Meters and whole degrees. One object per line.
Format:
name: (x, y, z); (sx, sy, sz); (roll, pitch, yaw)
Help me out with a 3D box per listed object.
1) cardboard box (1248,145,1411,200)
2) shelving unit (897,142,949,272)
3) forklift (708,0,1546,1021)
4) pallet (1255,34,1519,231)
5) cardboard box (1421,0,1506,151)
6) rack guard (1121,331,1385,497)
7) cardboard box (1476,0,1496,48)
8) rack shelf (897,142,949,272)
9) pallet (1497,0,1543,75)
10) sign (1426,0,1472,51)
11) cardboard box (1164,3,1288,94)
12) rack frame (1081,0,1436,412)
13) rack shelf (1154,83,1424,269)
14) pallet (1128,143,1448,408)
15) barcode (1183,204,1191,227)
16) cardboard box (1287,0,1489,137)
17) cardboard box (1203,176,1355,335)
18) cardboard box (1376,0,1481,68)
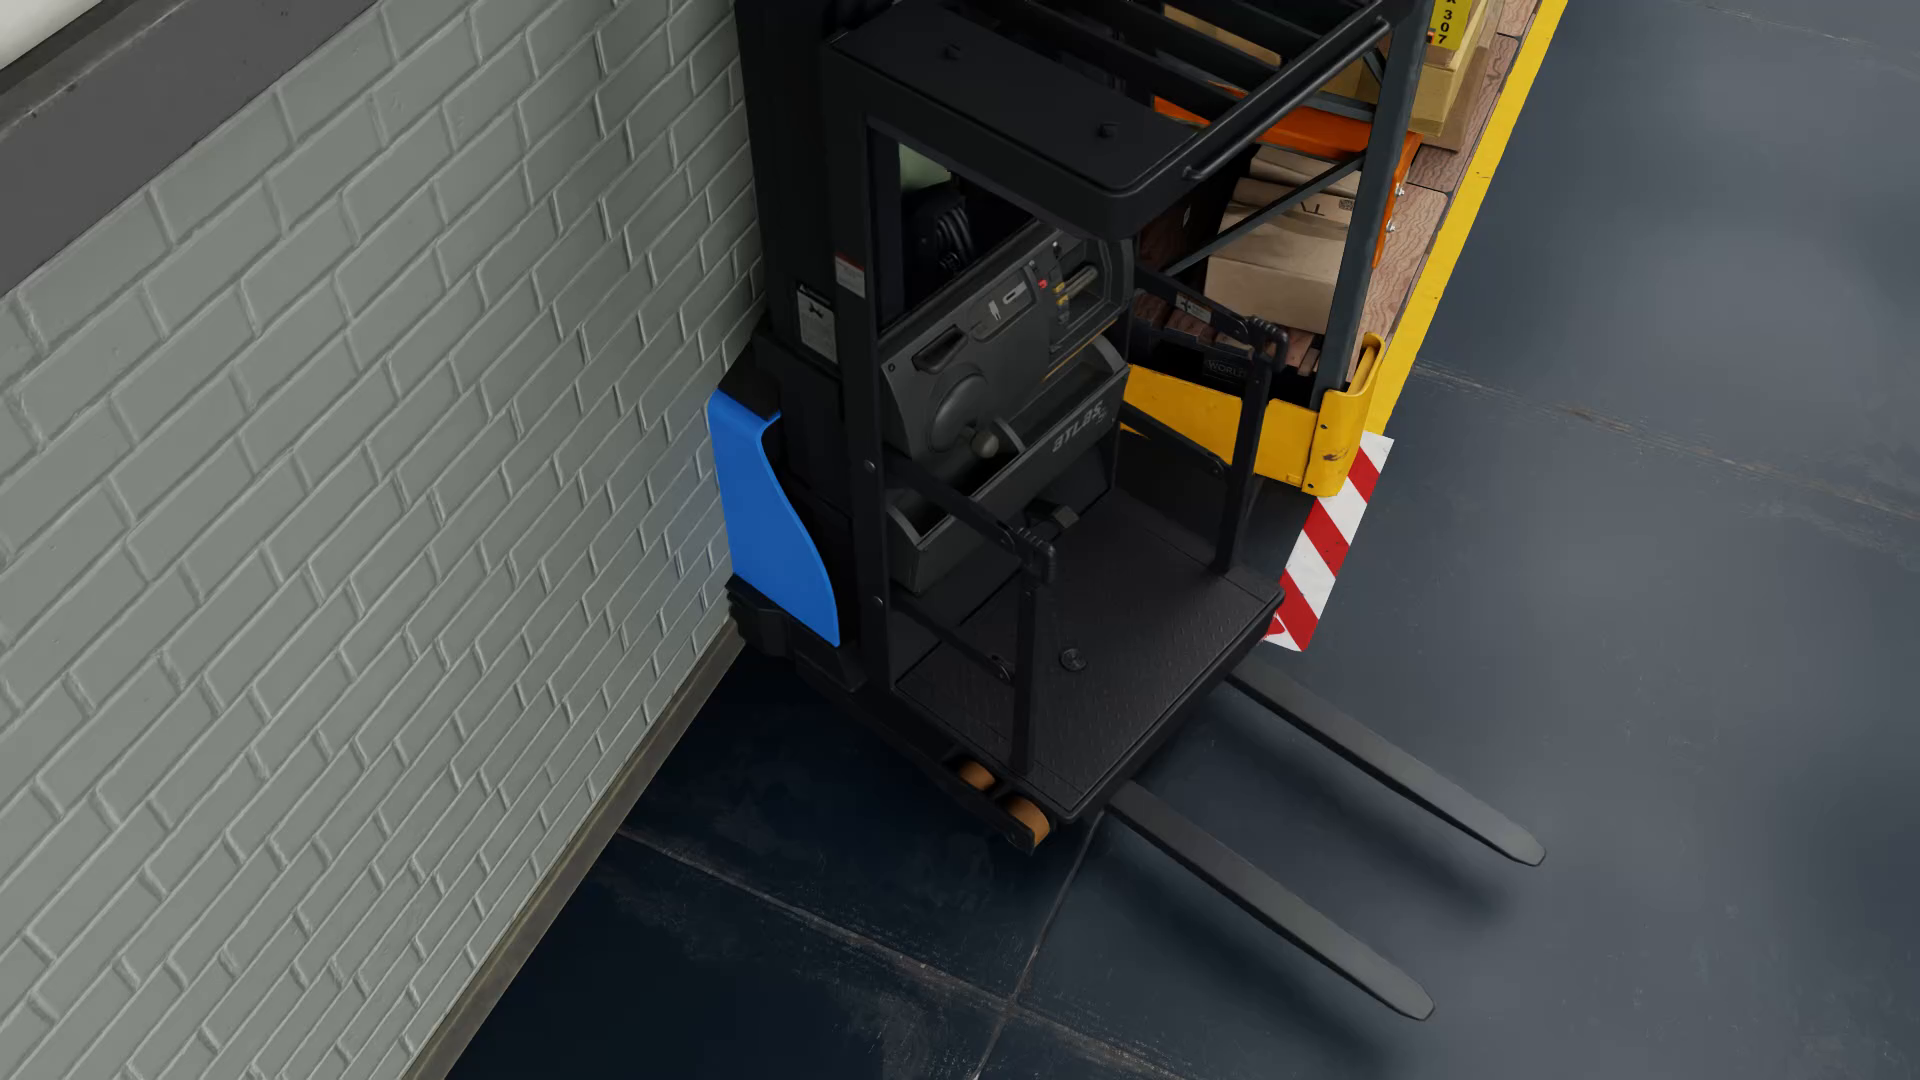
cardboard box: (1.456, -1.473, 6.511); (0.500, 0.311, 0.500); (24, 54, 19)
shelving unit: (-0.108, -0.824, 5.344); (0.755, 1.500, 0.431); (-36, 63, -28)
forklift: (0.302, -0.487, 4.240); (3.031, 2.935, 1.130); (34, 57, 25)
pallet: (1.769, -1.896, 7.225); (1.003, 0.211, 1.213); (20, 52, 16)
cardboard box: (1.814, -2.023, 6.855); (0.700, 0.500, 0.500); (17, 52, 14)
rack guard: (0.868, -0.604, 5.936); (1.175, 0.500, 0.348); (20, 52, 16)
cardboard box: (1.540, -1.915, 5.495); (0.500, 0.250, 0.500); (18, 52, 15)
rack shelf: (-0.082, -1.061, 5.035); (0.720, 0.370, 0.431); (-36, 63, -28)
pallet: (2.289, -2.739, 7.942); (1.003, 0.211, 1.213); (20, 52, 16)
sign: (1.326, -1.466, 4.460); (0.100, 0.325, 0.005); (20, 52, 16)
cardboard box: (0.860, -1.705, 5.317); (0.500, 0.250, 0.500); (20, 53, 17)
rack frame: (0.835, -1.362, 4.940); (1.000, 3.000, 0.127); (20, 52, 16)
rack shelf: (1.690, -2.506, 6.385); (1.077, 0.370, 4.000); (20, 52, 16)
pallet: (1.247, -1.059, 6.512); (1.003, 0.211, 1.213); (20, 52, 16)
barcode: (0.858, -1.226, 6.294); (0.001, 0.075, 0.075); (20, 52, 16)
cardboard box: (1.331, -1.553, 5.187); (0.500, 0.250, 0.500); (18, 52, 15)
cardboard box: (1.212, -1.081, 6.176); (0.500, 0.311, 0.500); (14, 51, 12)
cardboard box: (1.311, -1.794, 4.900); (0.500, 0.500, 0.500); (20, 52, 16)
